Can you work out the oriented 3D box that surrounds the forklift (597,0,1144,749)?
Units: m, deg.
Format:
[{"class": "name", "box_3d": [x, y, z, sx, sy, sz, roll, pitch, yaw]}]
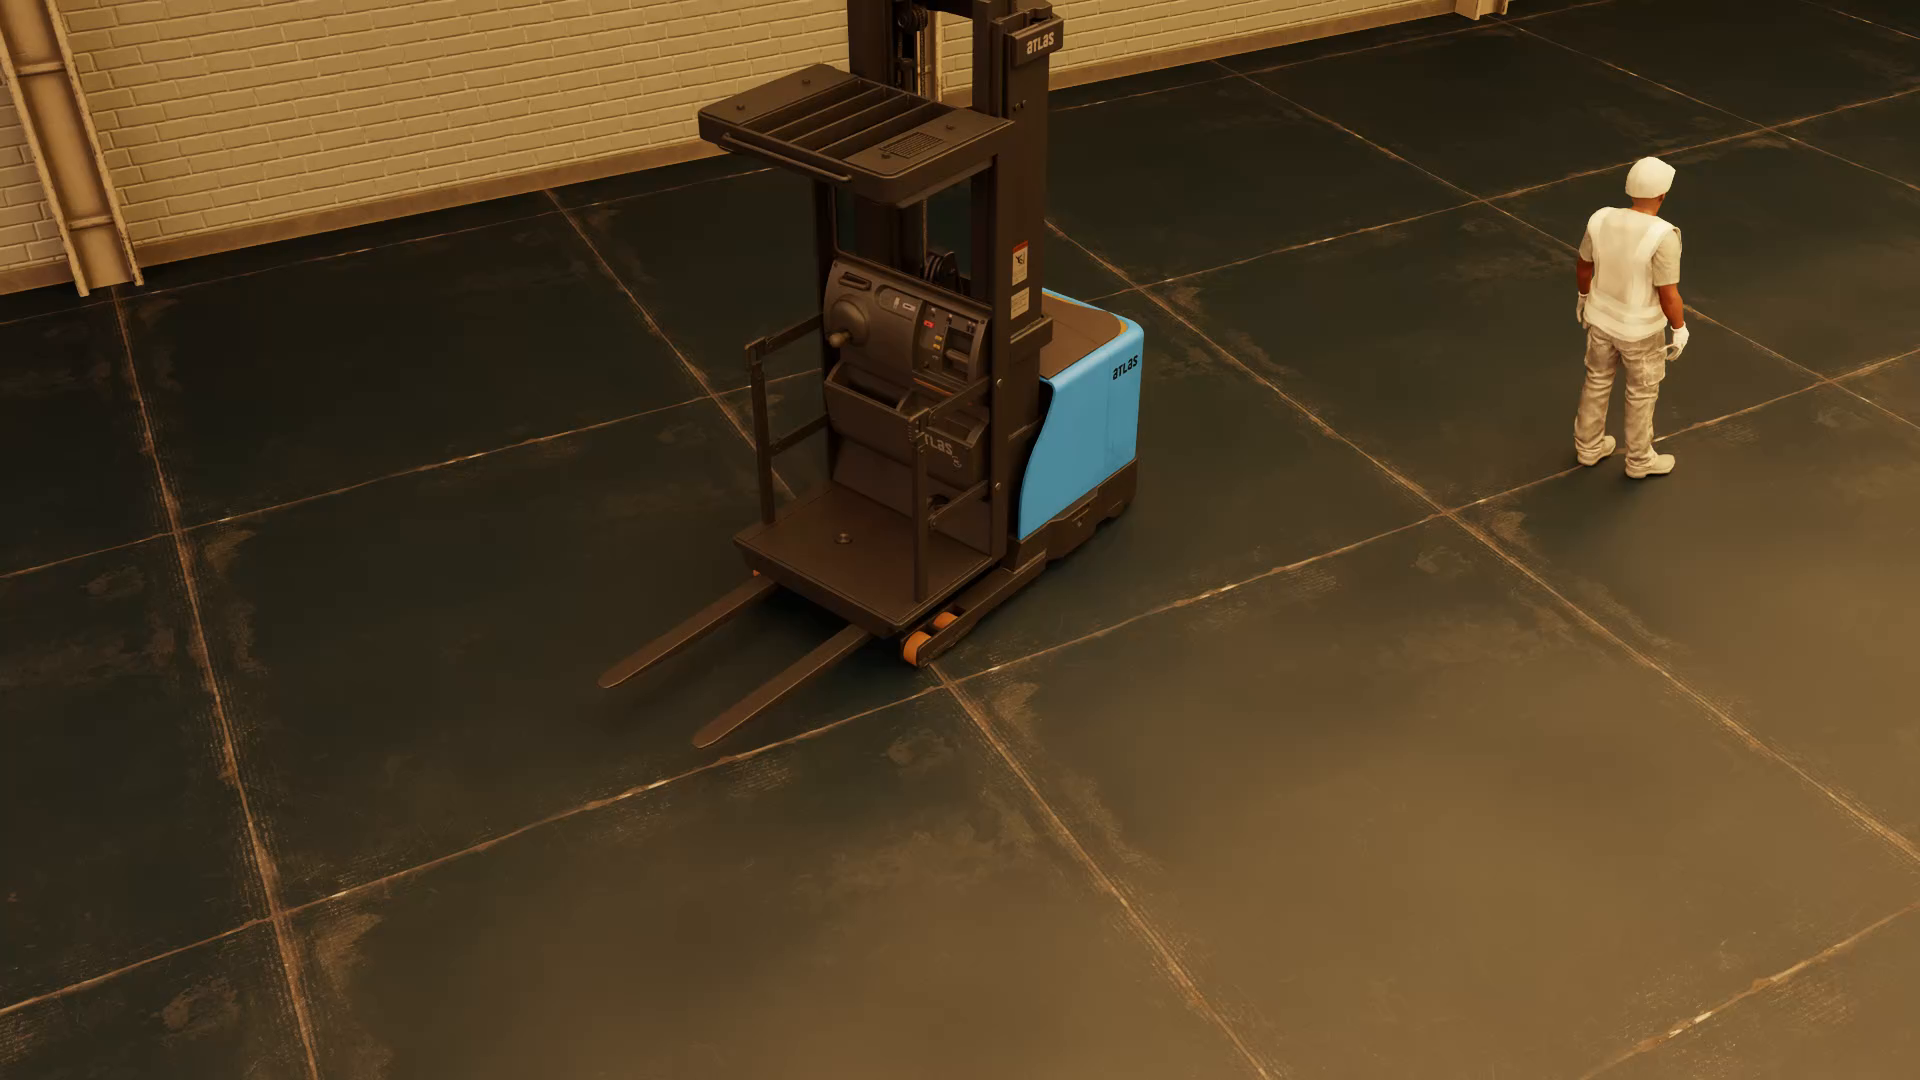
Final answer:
[{"class": "forklift", "box_3d": [-0.390, -0.927, 7.434, 1.130, 2.935, 3.031, 26, 43, 31]}]

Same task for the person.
[{"class": "person", "box_3d": [3.568, -1.182, 8.778, 0.577, 1.781, 0.656, -21, 40, -27]}]
